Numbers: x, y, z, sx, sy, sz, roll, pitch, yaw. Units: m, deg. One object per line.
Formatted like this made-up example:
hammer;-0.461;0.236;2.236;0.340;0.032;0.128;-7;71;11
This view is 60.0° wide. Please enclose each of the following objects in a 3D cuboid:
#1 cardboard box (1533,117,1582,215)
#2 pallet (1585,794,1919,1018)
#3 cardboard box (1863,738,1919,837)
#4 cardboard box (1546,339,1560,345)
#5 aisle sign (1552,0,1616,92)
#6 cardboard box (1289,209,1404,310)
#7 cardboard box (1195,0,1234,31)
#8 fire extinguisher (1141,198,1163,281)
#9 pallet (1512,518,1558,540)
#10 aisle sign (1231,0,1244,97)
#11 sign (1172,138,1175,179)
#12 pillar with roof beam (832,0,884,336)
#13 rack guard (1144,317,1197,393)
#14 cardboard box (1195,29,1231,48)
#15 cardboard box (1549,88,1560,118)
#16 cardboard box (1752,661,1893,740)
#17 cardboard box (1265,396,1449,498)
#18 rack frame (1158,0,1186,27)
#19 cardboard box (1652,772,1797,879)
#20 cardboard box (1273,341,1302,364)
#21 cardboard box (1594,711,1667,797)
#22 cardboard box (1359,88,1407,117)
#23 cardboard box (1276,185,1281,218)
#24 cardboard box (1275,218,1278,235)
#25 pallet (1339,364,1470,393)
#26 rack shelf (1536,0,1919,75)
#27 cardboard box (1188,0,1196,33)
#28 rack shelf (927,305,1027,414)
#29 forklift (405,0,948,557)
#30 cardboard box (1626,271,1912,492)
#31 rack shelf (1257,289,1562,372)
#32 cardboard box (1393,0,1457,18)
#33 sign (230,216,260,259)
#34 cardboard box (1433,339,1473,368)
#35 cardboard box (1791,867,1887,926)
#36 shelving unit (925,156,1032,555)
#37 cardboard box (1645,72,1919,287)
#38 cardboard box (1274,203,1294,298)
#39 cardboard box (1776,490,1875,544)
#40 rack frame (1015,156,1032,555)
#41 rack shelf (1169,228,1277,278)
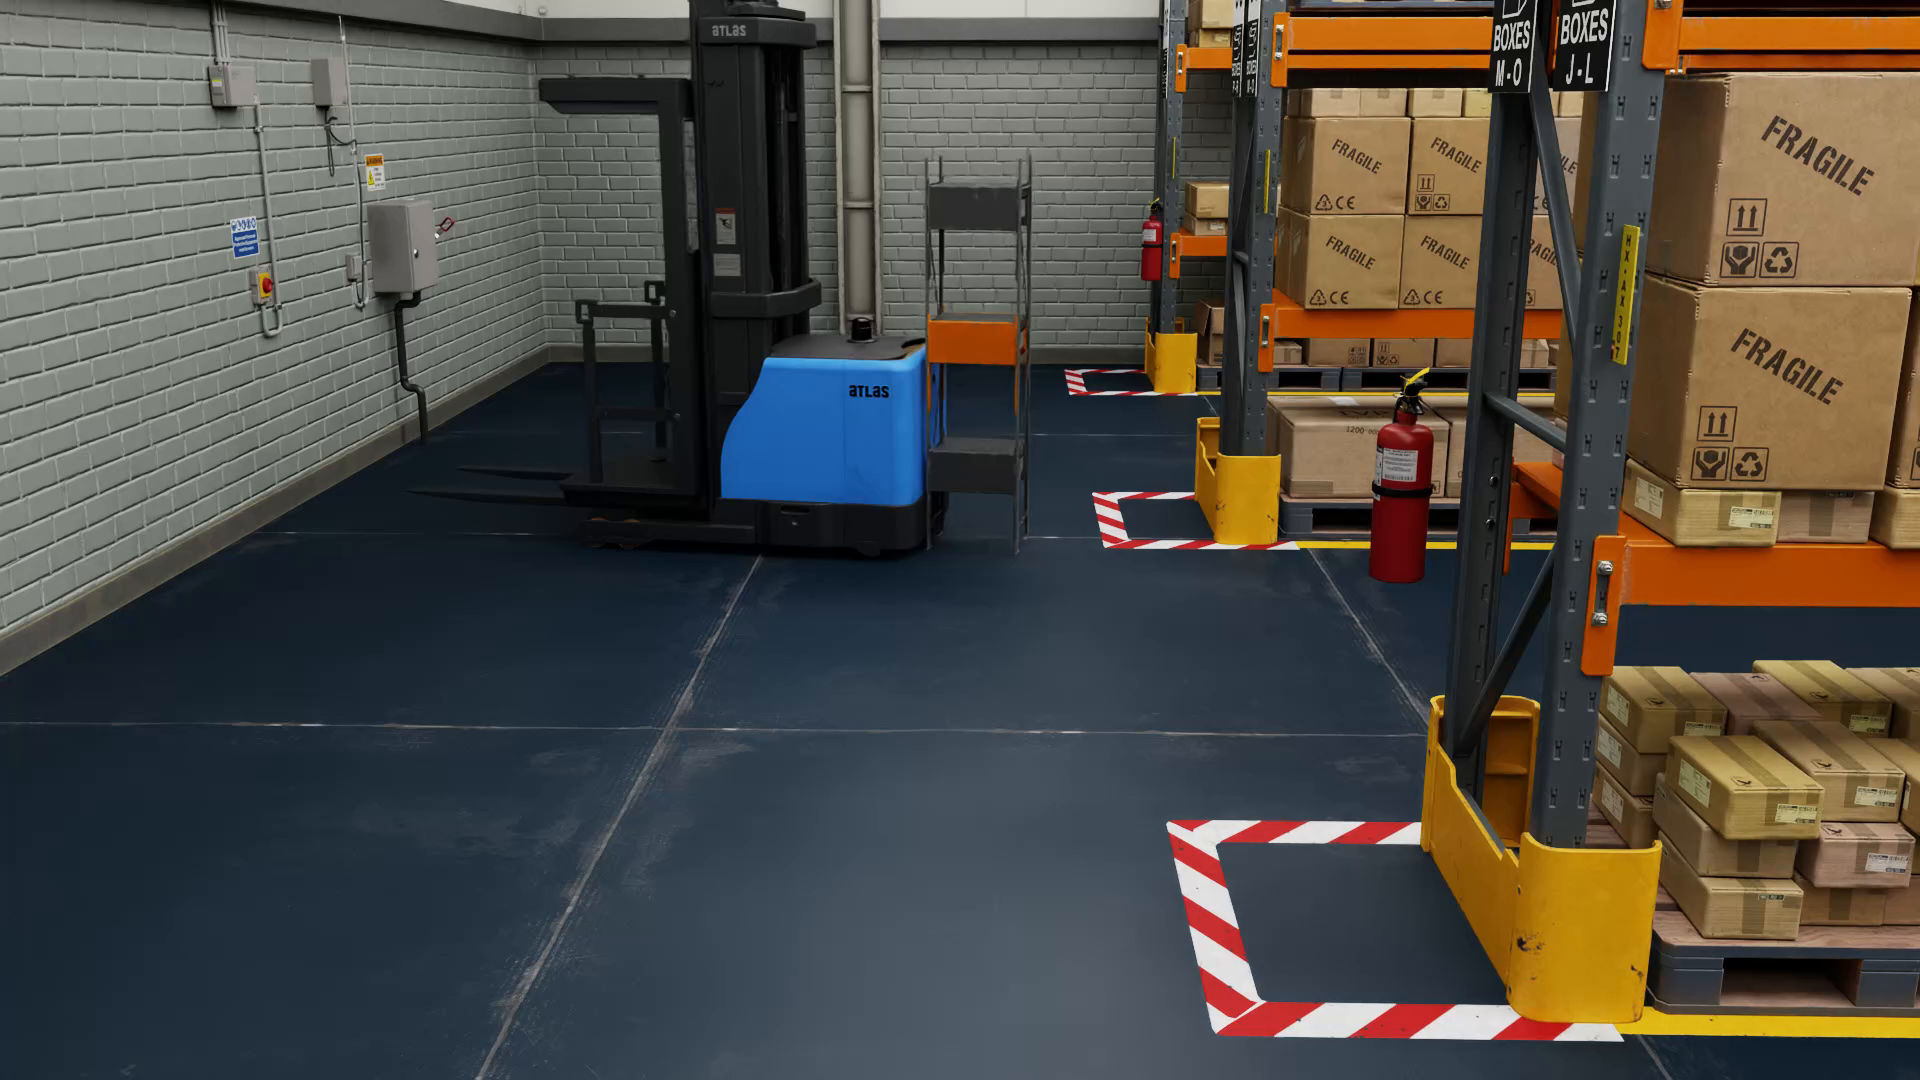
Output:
cardboard box;3.139;-2.025;8.978;0.500;0.500;0.500;0;15;1
pallet;2.497;1.055;4.929;1.213;0.211;1.003;0;15;1
cardboard box;2.652;0.675;4.502;0.250;0.149;0.380;0;15;1
cardboard box;5.103;-1.779;14.650;0.500;0.311;0.500;1;15;3
aisle sign;1.529;-1.490;4.010;0.004;0.787;0.394;0;15;1
cardboard box;2.108;-1.544;9.115;0.500;0.500;0.500;0;15;1
cardboard box;2.195;-4.287;13.538;0.500;0.250;0.500;0;15;1
fire extinguisher;1.599;-2.503;13.829;0.183;0.674;0.296;0;15;1
pallet;3.653;-0.229;9.796;1.213;0.211;1.003;0;15;1
aisle sign;1.571;-2.908;9.387;0.004;0.787;0.394;0;15;1
sign;1.745;-3.118;13.580;0.005;0.325;0.100;0;15;1
pillar with roof beam;-1.024;-4.888;10.226;0.400;9.000;9.100;0;15;1
rack guard;1.834;-1.628;14.532;0.348;0.500;1.175;0;15;1
cardboard box;2.071;-4.105;13.631;0.250;0.149;0.380;1;15;3
cardboard box;3.031;-2.344;8.918;0.250;0.149;0.380;1;15;2
cardboard box;2.657;0.504;5.150;0.250;0.149;0.380;0;15;0
cardboard box;2.298;-0.557;9.770;0.875;0.438;0.875;0;15;0
rack frame;1.758;-5.738;13.449;0.127;3.000;1.000;0;15;1
cardboard box;2.127;0.792;4.641;0.250;0.149;0.380;1;15;4
cardboard box;2.791;-1.621;14.370;0.250;0.149;0.380;0;15;-1
cardboard box;2.145;0.654;5.165;0.250;0.149;0.380;0;15;0
cardboard box;2.247;-2.361;8.980;0.250;0.149;0.380;1;15;3
cardboard box;2.709;-2.834;13.912;0.500;0.250;0.500;1;15;2
cardboard box;2.599;-2.661;14.039;0.250;0.149;0.380;0;15;1
pallet;3.848;-1.475;14.517;1.213;0.211;1.003;0;15;1
rack shelf;3.609;-1.398;4.289;4.000;0.370;1.077;0;15;1
cardboard box;2.210;-4.426;14.065;0.500;0.250;0.500;0;15;0
rack shelf;0.102;-0.981;8.995;0.480;0.518;0.431;3;15;11
forklift;-1.636;-1.494;9.258;3.031;2.935;1.130;3;15;11
cardboard box;2.052;-0.427;4.301;0.500;0.500;0.500;1;15;4
rack shelf;3.635;-1.211;9.459;4.000;0.370;1.077;0;15;1
cardboard box;3.733;-4.284;13.530;0.500;0.250;0.500;0;15;1
sign;-4.065;-1.721;9.454;0.001;0.218;0.327;0;15;1
cardboard box;4.259;-1.781;14.289;0.500;0.500;0.700;0;15;-1
cardboard box;2.389;0.933;4.690;0.250;0.149;0.380;0;15;1
shelving unit;0.102;-0.994;8.991;0.503;2.100;0.431;3;15;11
cardboard box;2.052;-0.914;4.184;0.500;0.500;0.500;0;15;1
cardboard box;2.124;-1.684;9.648;0.500;0.500;0.500;0;15;2
cardboard box;2.181;-0.110;4.370;0.250;0.149;0.380;1;15;3
rack frame;0.342;-0.982;8.946;0.015;2.100;0.400;3;15;11
rack shelf;3.758;-2.477;14.257;4.000;0.370;1.077;0;15;1
